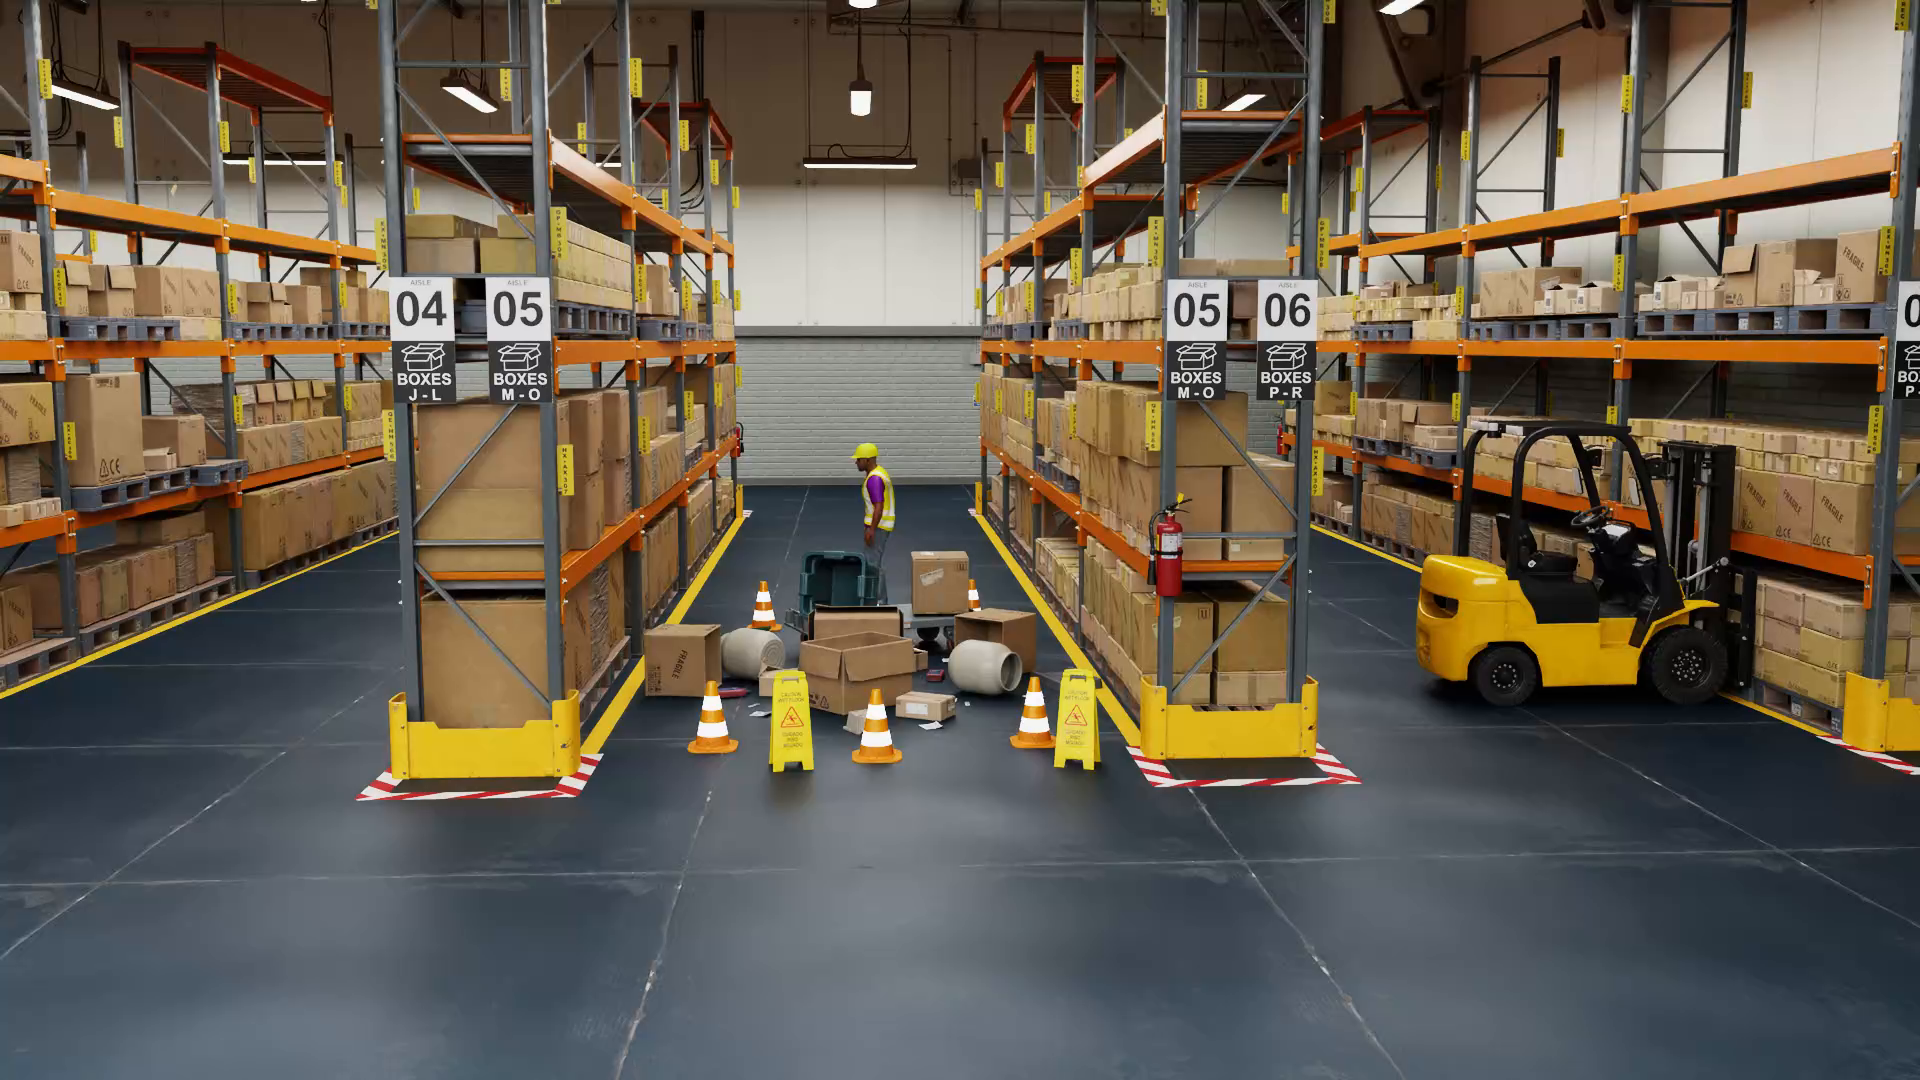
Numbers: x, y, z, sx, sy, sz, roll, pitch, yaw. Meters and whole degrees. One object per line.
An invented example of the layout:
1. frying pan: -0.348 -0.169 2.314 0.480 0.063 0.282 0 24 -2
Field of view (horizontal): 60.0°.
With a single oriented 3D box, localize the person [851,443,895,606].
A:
1. person: -0.899 -0.127 17.228 0.456 1.761 0.628 0 7 -3
